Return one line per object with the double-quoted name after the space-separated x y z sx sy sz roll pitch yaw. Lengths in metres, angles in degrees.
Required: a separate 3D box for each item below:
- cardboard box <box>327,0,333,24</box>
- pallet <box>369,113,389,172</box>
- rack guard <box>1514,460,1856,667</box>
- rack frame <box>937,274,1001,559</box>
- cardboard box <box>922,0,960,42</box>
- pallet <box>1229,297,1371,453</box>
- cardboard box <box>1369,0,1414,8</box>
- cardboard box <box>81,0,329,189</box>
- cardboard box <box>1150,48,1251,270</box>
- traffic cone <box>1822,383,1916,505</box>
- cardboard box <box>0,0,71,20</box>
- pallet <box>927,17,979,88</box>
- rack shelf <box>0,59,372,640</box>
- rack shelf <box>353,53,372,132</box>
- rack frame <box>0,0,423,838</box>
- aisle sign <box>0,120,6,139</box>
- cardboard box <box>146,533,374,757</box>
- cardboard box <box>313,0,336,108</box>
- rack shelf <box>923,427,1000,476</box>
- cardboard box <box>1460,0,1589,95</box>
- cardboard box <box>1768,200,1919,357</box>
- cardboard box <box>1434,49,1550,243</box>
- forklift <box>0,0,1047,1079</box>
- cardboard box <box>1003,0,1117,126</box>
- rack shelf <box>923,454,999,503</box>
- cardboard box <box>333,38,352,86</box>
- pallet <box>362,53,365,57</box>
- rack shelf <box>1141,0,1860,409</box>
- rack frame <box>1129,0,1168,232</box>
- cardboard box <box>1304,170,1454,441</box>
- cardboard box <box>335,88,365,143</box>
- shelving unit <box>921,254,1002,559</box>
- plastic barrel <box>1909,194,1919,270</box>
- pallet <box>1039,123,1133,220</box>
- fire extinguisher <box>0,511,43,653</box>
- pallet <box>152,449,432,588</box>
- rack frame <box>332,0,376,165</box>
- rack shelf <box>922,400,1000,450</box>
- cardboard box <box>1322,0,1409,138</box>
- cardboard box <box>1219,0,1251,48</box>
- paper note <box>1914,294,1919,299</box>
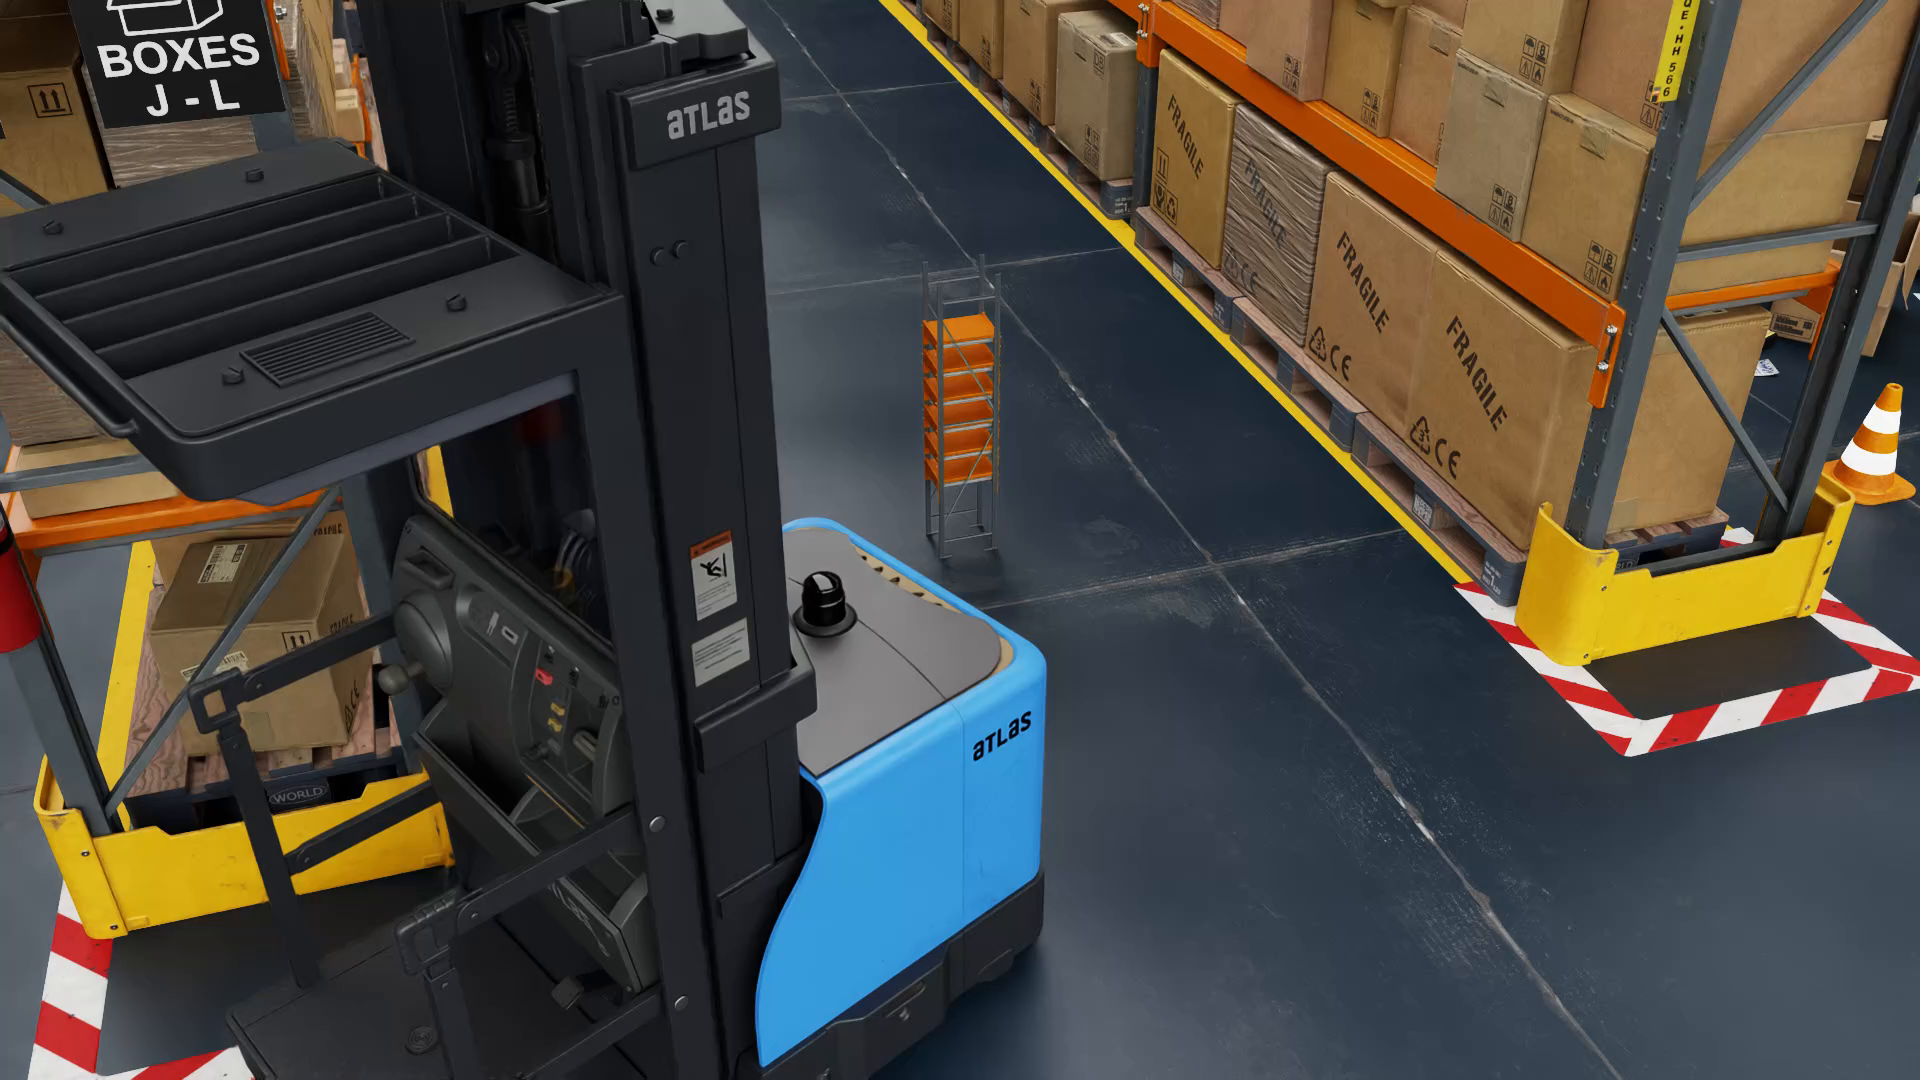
-2.592 -2.169 6.045 0.500 0.500 0.500 -10 35 -15 "cardboard box"
-3.912 -2.188 9.870 1.003 0.211 1.213 -10 35 -15 "pallet"
2.685 0.073 6.186 1.175 0.500 0.348 -10 35 -15 "rack guard"
0.032 -0.445 6.335 0.240 1.200 0.006 -10 35 -15 "rack frame"
0.337 -4.084 11.870 1.050 0.750 0.750 -10 35 -15 "cardboard box"
1.991 -0.865 7.868 1.003 0.211 1.213 -10 35 -15 "pallet"
2.019 -2.543 6.762 0.875 0.550 0.500 -10 35 -15 "cardboard box"
-1.985 -1.119 4.455 0.500 0.500 0.500 -10 35 -15 "cardboard box"
1.583 -2.029 8.646 0.875 0.875 0.875 -9 35 -14 "cardboard box"
3.868 -0.442 6.998 0.336 0.463 0.334 -10 35 -15 "traffic cone"
-2.638 -1.293 4.718 0.500 0.500 0.500 -10 35 -15 "cardboard box"
0.406 -3.593 11.995 1.003 0.211 1.213 -10 35 -15 "pallet"
-2.687 -0.951 6.121 1.077 0.370 4.000 -10 35 -15 "rack shelf"
-3.907 -3.051 9.299 1.077 0.370 4.000 -10 35 -15 "rack shelf"
-2.077 -0.201 4.334 1.000 3.000 0.127 -10 35 -15 "rack frame"
-2.344 -1.203 3.491 0.394 0.787 0.004 -10 35 -15 "aisle sign"
-2.251 0.336 5.408 0.500 0.500 0.500 -4 34 -6 "cardboard box"
-2.285 -1.645 5.251 0.500 0.500 0.500 -10 35 -15 "cardboard box"
0.004 -0.356 6.498 0.258 0.103 0.180 -10 35 -15 "rack shelf"
2.346 -1.970 5.895 0.875 0.550 0.550 -10 35 -15 "cardboard box"
4.414 -1.323 8.295 0.637 0.503 0.797 19 38 26 "cardboard box"
2.333 -1.517 6.189 0.875 0.550 0.550 -10 35 -15 "cardboard box"
-1.175 0.329 3.593 3.031 2.935 1.130 -27 42 -35 "forklift"
0.892 -3.137 10.436 1.050 0.750 0.750 -10 35 -15 "cardboard box"
0.004 -0.256 6.565 0.258 0.103 0.180 -10 35 -15 "rack shelf"
-2.951 -2.133 7.485 0.380 0.149 0.250 -10 35 -15 "cardboard box"
-4.686 -3.665 12.104 1.003 0.211 1.213 -10 35 -15 "pallet"
2.068 -1.732 7.303 1.077 0.370 4.000 -10 35 -15 "rack shelf"
1.458 -3.082 8.694 1.000 3.000 0.127 -10 35 -15 "rack frame"
2.138 -1.078 7.206 0.875 0.875 0.875 -11 35 -15 "cardboard box"
-2.683 -1.746 6.900 0.380 0.149 0.250 -10 35 -15 "cardboard box"
0.004 -0.493 6.408 0.258 1.200 0.189 -10 35 -15 "shelving unit"
5.289 -1.623 8.822 0.512 0.421 0.421 13 36 18 "plastic barrel"
1.150 -2.311 10.057 1.003 0.211 1.213 -10 35 -15 "pallet"
-2.481 -0.031 4.147 0.296 0.674 0.183 -10 35 -15 "fire extinguisher"
-2.683 -0.150 6.785 1.003 0.211 1.213 -10 35 -15 "pallet"
-3.297 -2.301 7.512 1.000 3.000 0.127 -10 35 -15 "rack frame"
0.004 -0.456 6.432 0.258 0.103 0.180 -10 35 -15 "rack shelf"
2.081 -2.104 7.077 0.875 0.550 0.500 -10 35 -15 "cardboard box"
1.771 -2.668 7.931 0.875 0.550 0.550 -10 35 -15 "cardboard box"
5.061 -1.257 8.635 0.148 0.019 0.142 1 33 2 "paper note"
